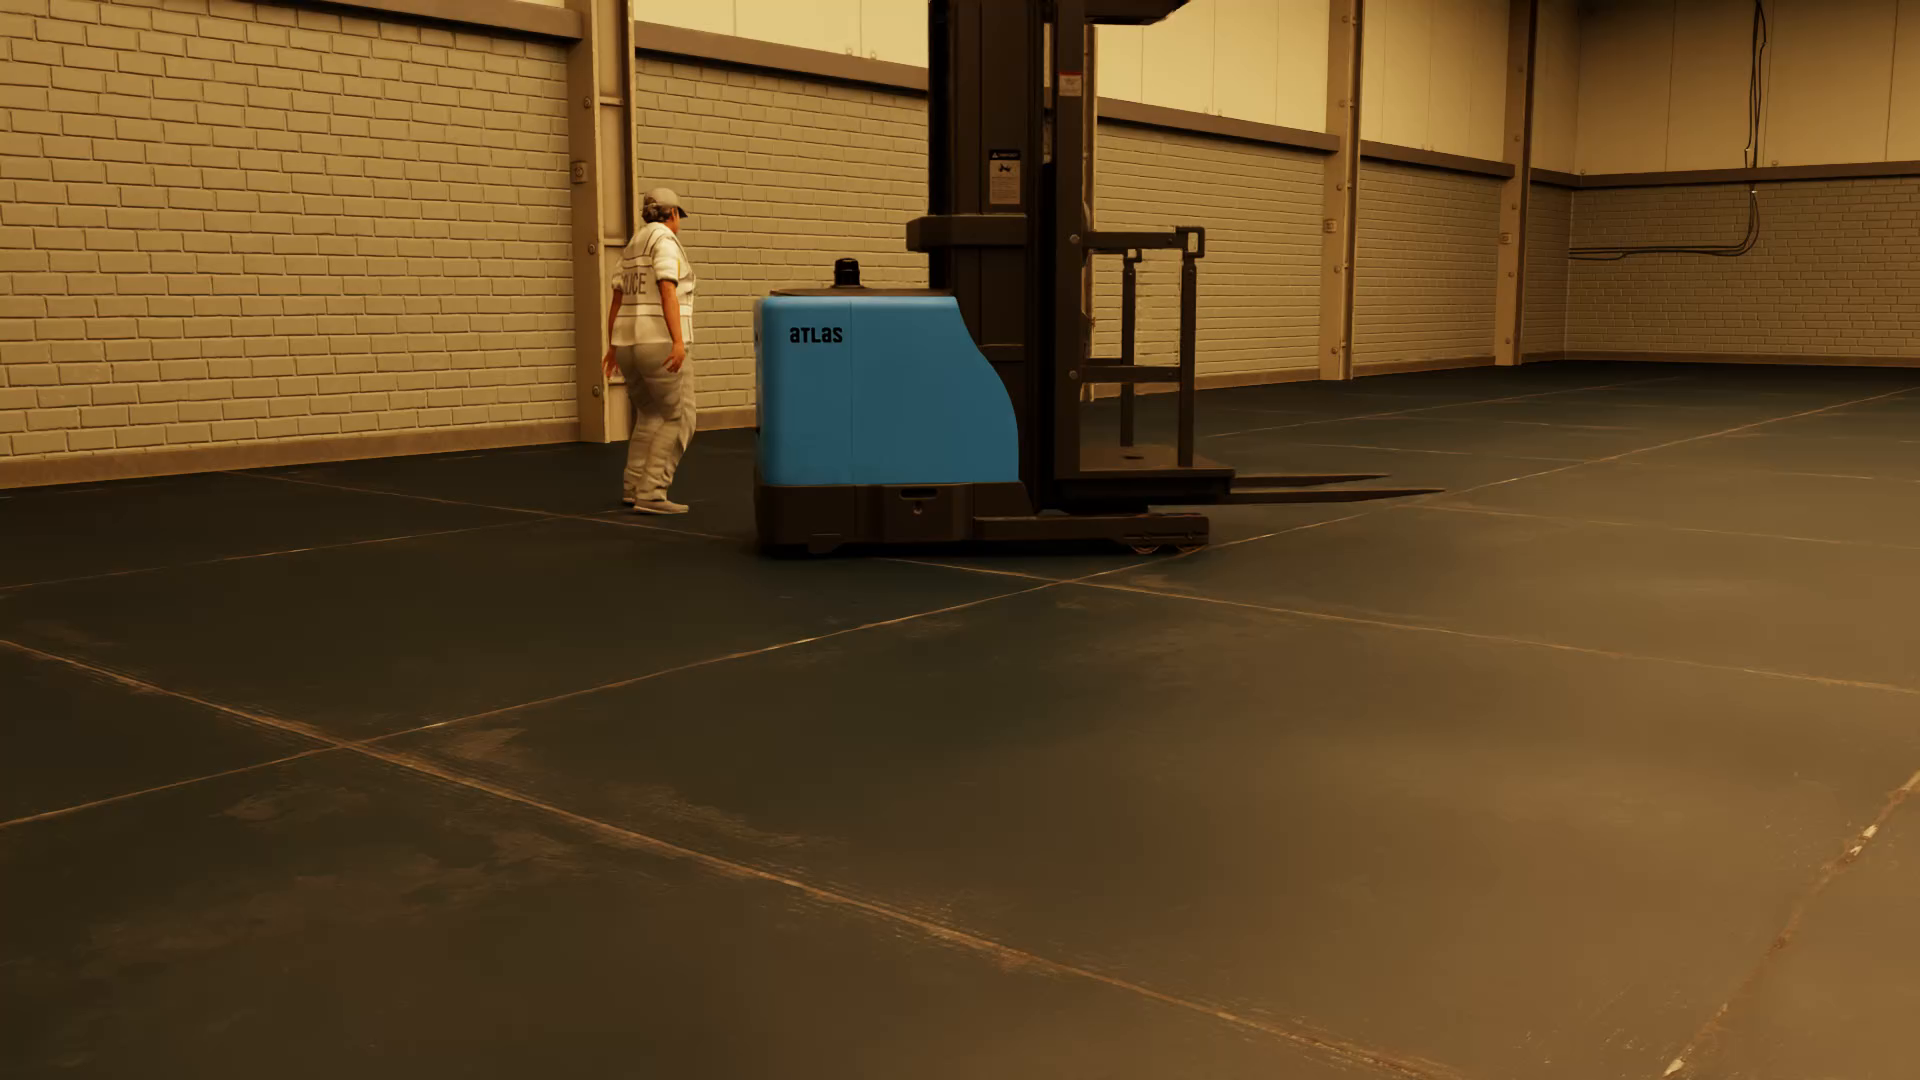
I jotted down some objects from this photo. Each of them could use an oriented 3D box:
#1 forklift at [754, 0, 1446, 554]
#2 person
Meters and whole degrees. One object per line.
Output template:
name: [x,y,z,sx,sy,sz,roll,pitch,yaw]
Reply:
forklift: [0.613,-1.467,7.305,3.031,2.935,1.130,-1,8,-9]
person: [-1.534,-0.957,8.412,0.472,1.636,0.819,-6,11,-38]
